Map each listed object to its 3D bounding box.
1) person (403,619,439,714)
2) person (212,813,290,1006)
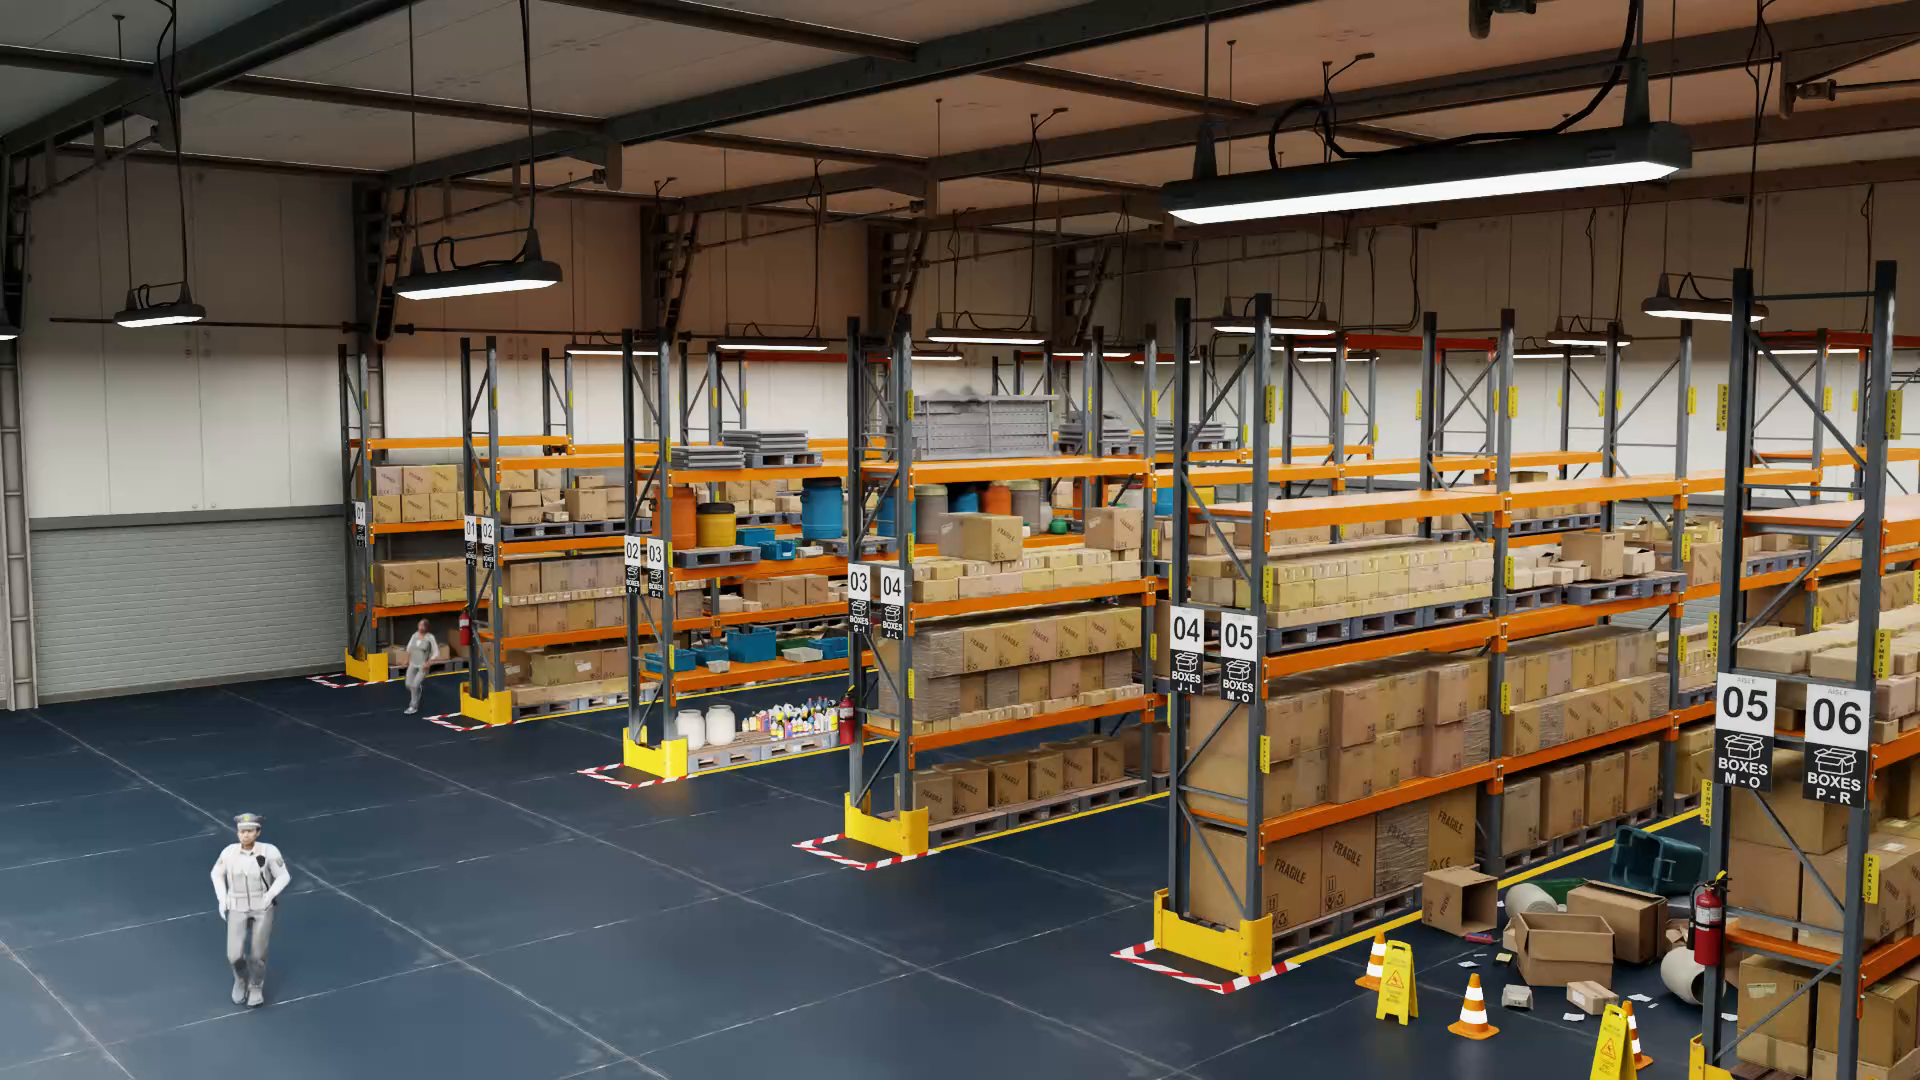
[{"bbox_3d":[-8.633,2.021,26.651,0.582,1.518,0.502,1,5,7],"label":"person"},{"bbox_3d":[-5.919,3.093,13.878,0.623,1.657,0.567,-2,5,-18],"label":"person"}]
